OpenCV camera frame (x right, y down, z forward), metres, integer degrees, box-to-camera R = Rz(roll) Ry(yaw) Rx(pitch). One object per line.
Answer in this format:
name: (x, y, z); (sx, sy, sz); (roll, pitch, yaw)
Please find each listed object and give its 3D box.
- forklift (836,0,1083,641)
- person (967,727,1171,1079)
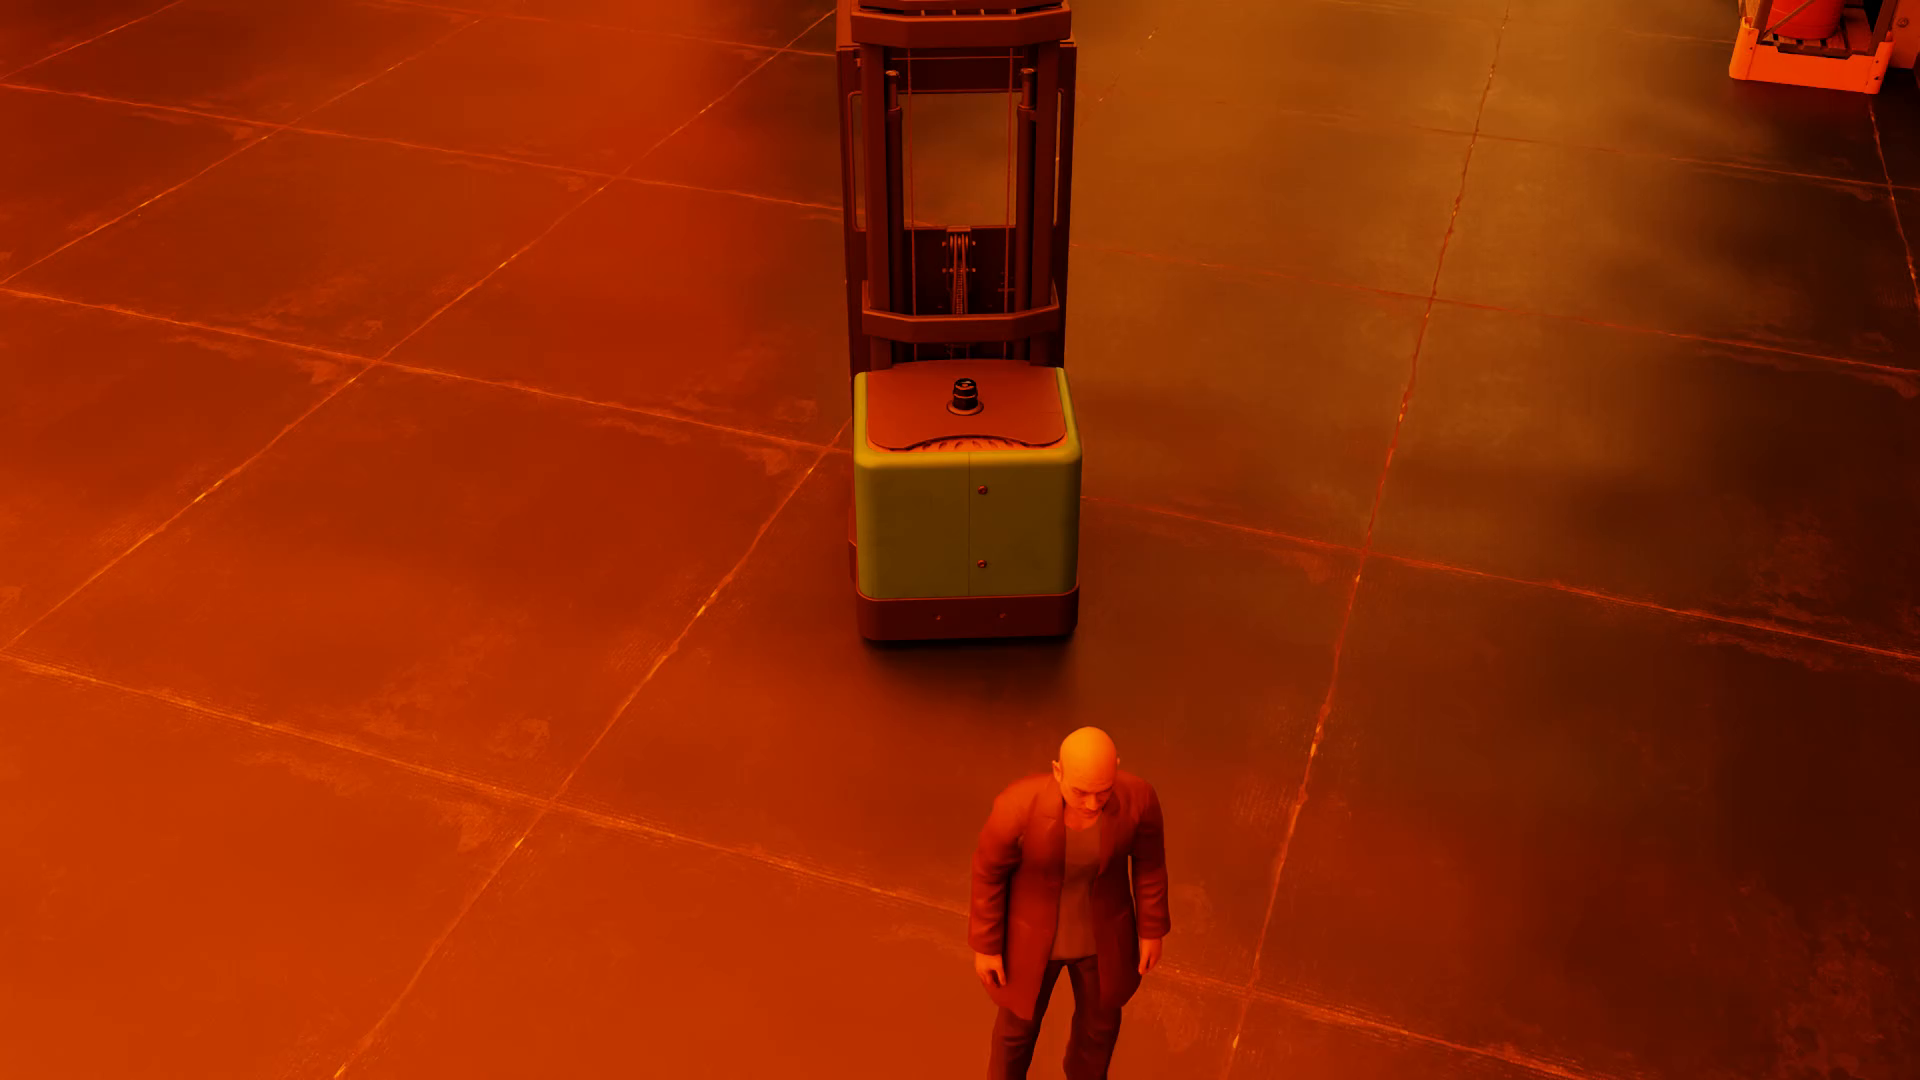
forklift: (-0.029, -1.547, 8.293); (1.130, 2.935, 3.031); (-2, 35, -2)
person: (0.348, 1.266, 5.326); (0.656, 1.774, 0.425); (-4, 35, -5)
